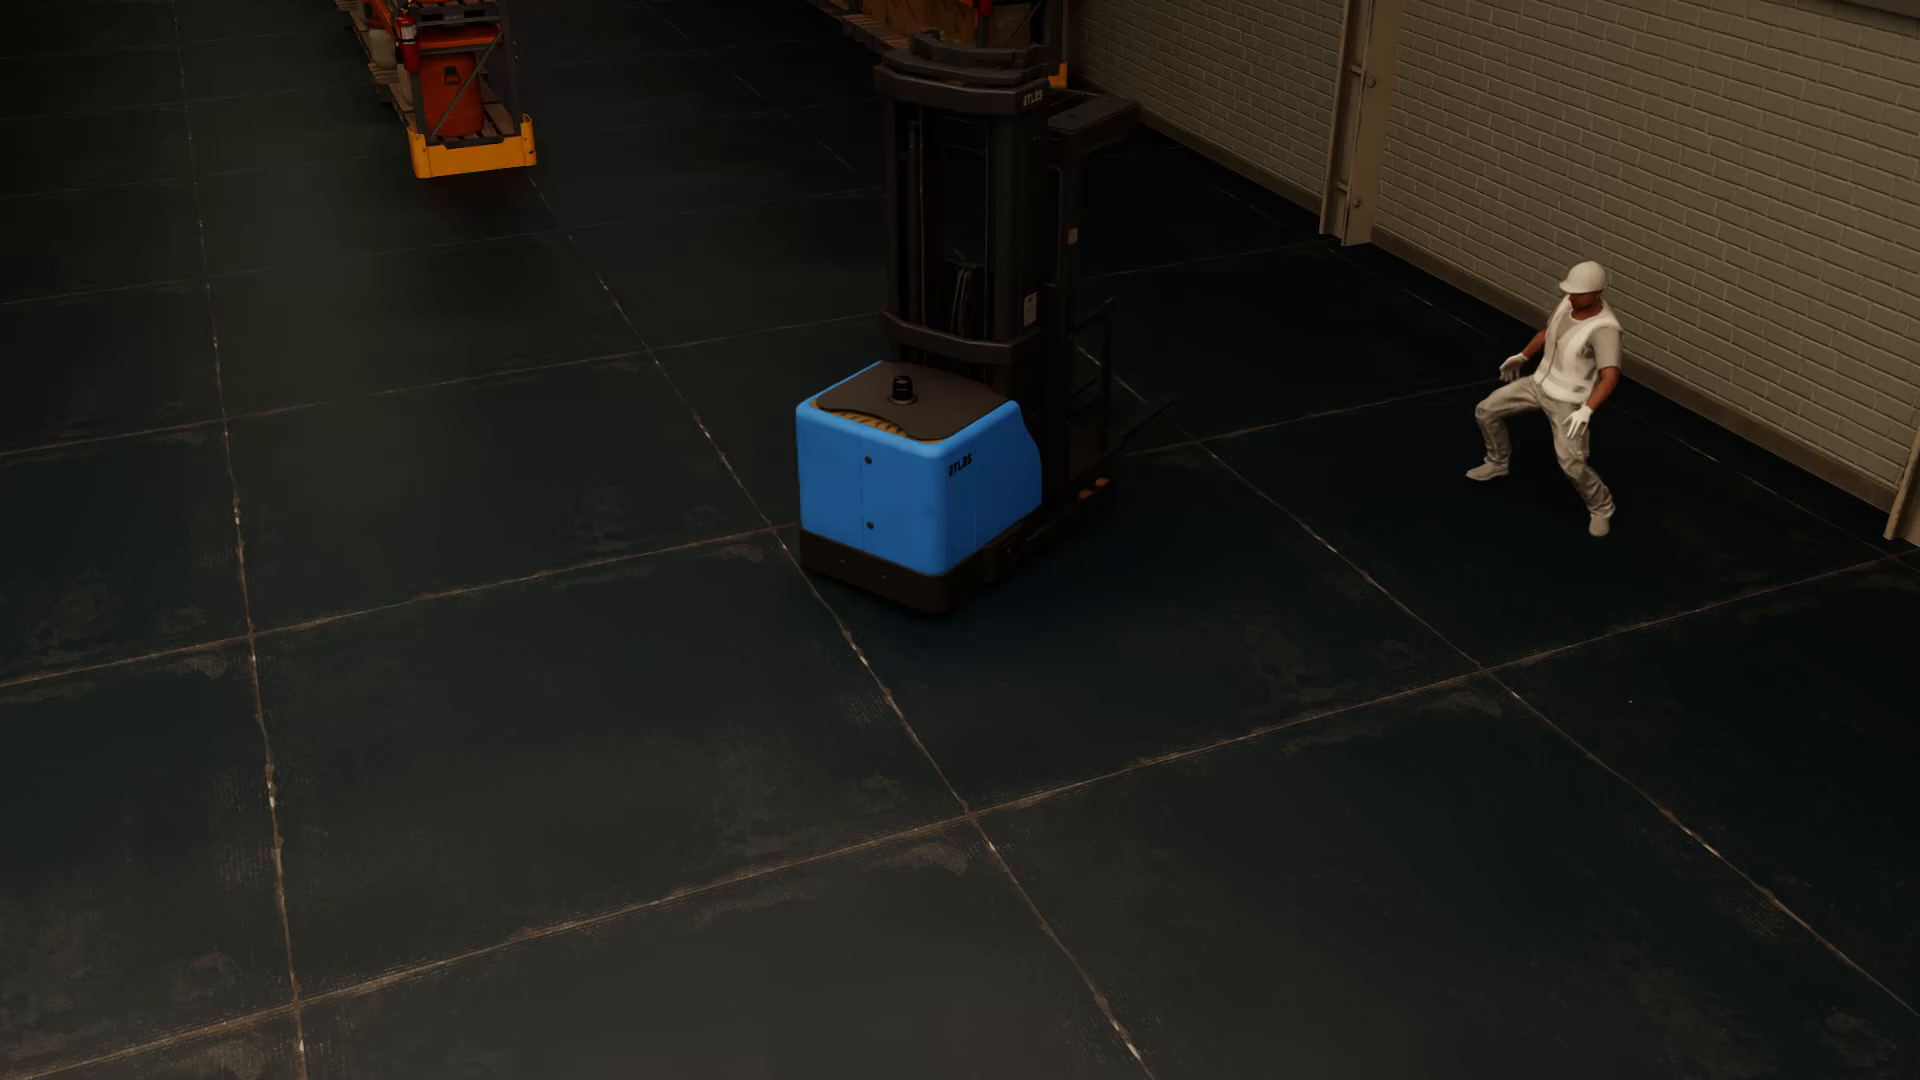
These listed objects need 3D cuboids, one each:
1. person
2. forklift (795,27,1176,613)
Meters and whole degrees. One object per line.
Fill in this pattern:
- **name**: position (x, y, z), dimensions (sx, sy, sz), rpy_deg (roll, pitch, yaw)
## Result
- **person**: position (3.642, -0.896, 10.023), dimensions (0.691, 1.645, 1.018), rpy_deg (-7, 30, -12)
- **forklift**: position (0.327, -1.546, 9.823), dimensions (1.130, 2.935, 3.031), rpy_deg (19, 35, 30)
